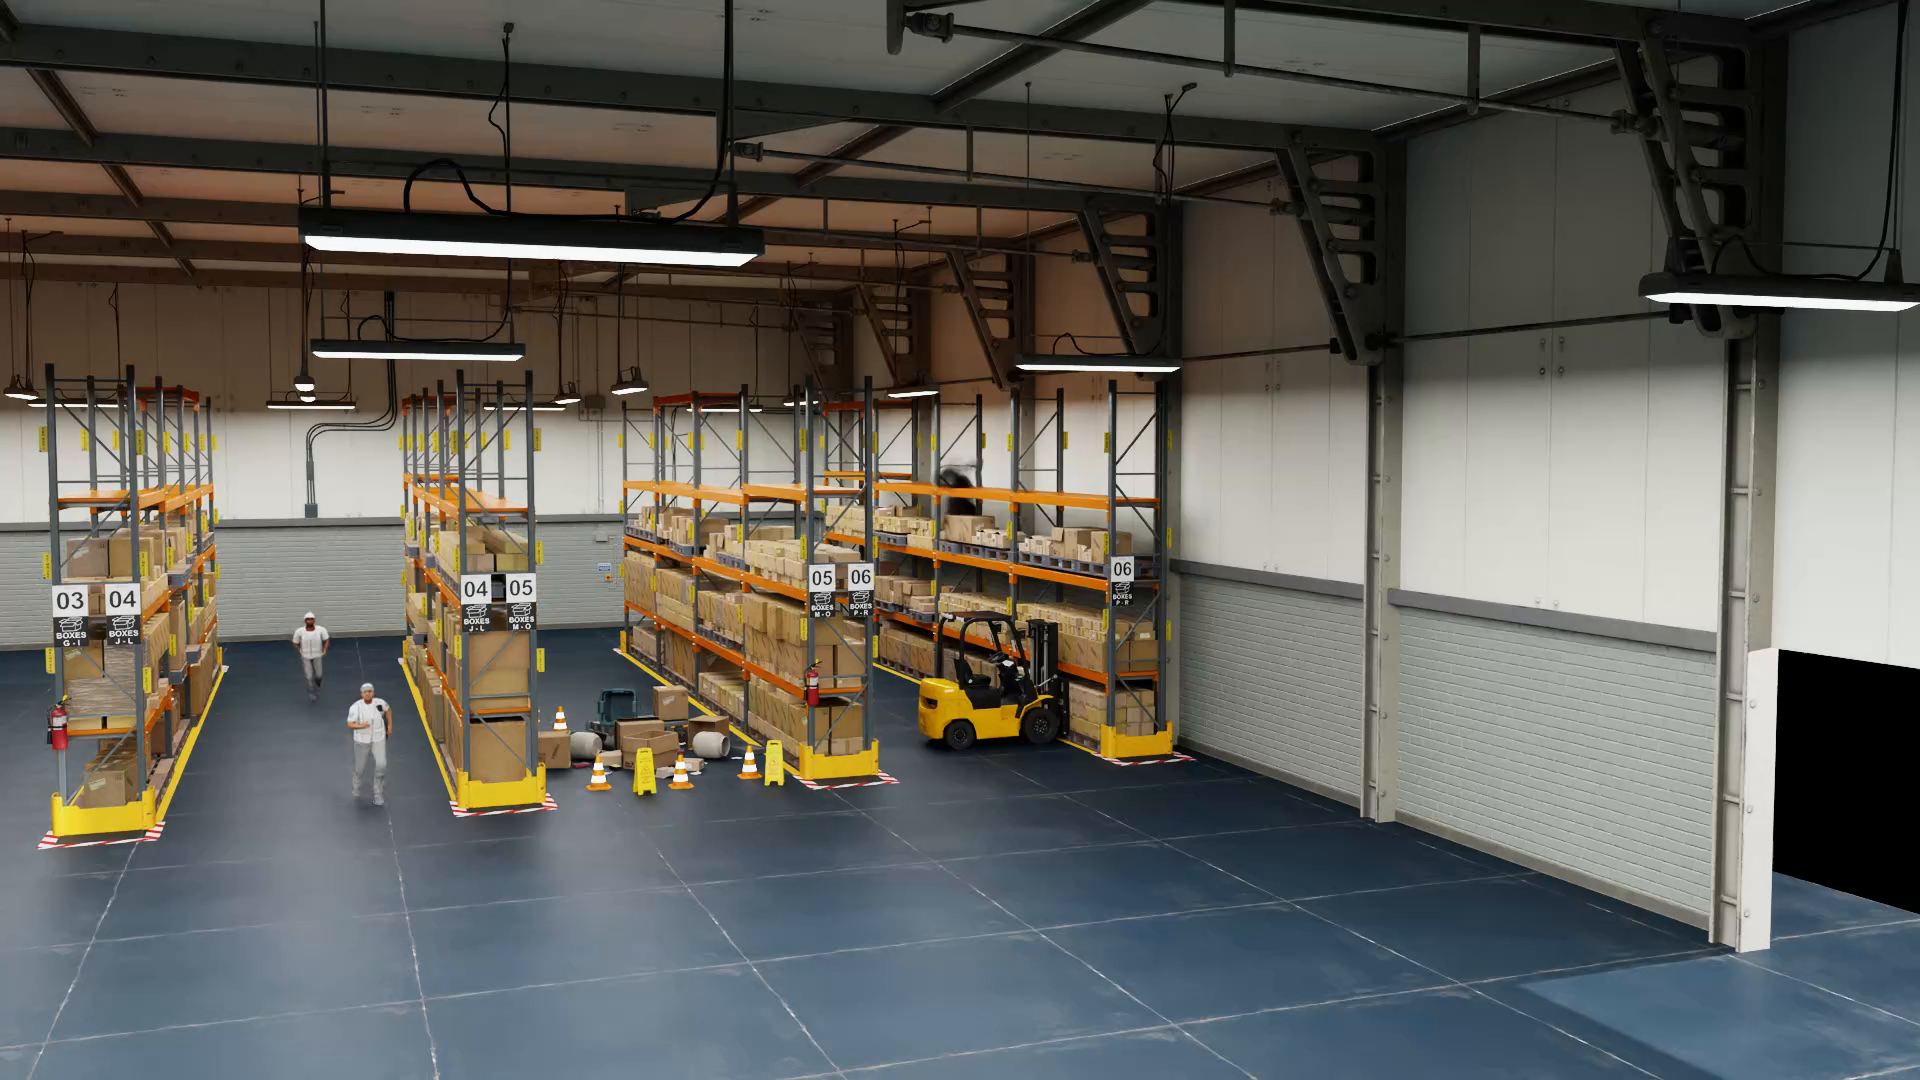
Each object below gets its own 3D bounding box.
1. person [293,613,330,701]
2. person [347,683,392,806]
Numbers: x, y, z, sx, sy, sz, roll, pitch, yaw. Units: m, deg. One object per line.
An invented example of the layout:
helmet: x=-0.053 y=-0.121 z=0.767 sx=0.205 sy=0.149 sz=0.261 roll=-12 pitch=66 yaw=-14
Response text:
person: x=-12.513 y=2.258 z=32.099 sx=0.674 sy=1.721 sz=0.569 roll=-1 pitch=4 yaw=-22
person: x=-8.214 y=2.827 z=23.155 sx=0.609 sy=1.711 sz=0.876 roll=-2 pitch=4 yaw=-27
